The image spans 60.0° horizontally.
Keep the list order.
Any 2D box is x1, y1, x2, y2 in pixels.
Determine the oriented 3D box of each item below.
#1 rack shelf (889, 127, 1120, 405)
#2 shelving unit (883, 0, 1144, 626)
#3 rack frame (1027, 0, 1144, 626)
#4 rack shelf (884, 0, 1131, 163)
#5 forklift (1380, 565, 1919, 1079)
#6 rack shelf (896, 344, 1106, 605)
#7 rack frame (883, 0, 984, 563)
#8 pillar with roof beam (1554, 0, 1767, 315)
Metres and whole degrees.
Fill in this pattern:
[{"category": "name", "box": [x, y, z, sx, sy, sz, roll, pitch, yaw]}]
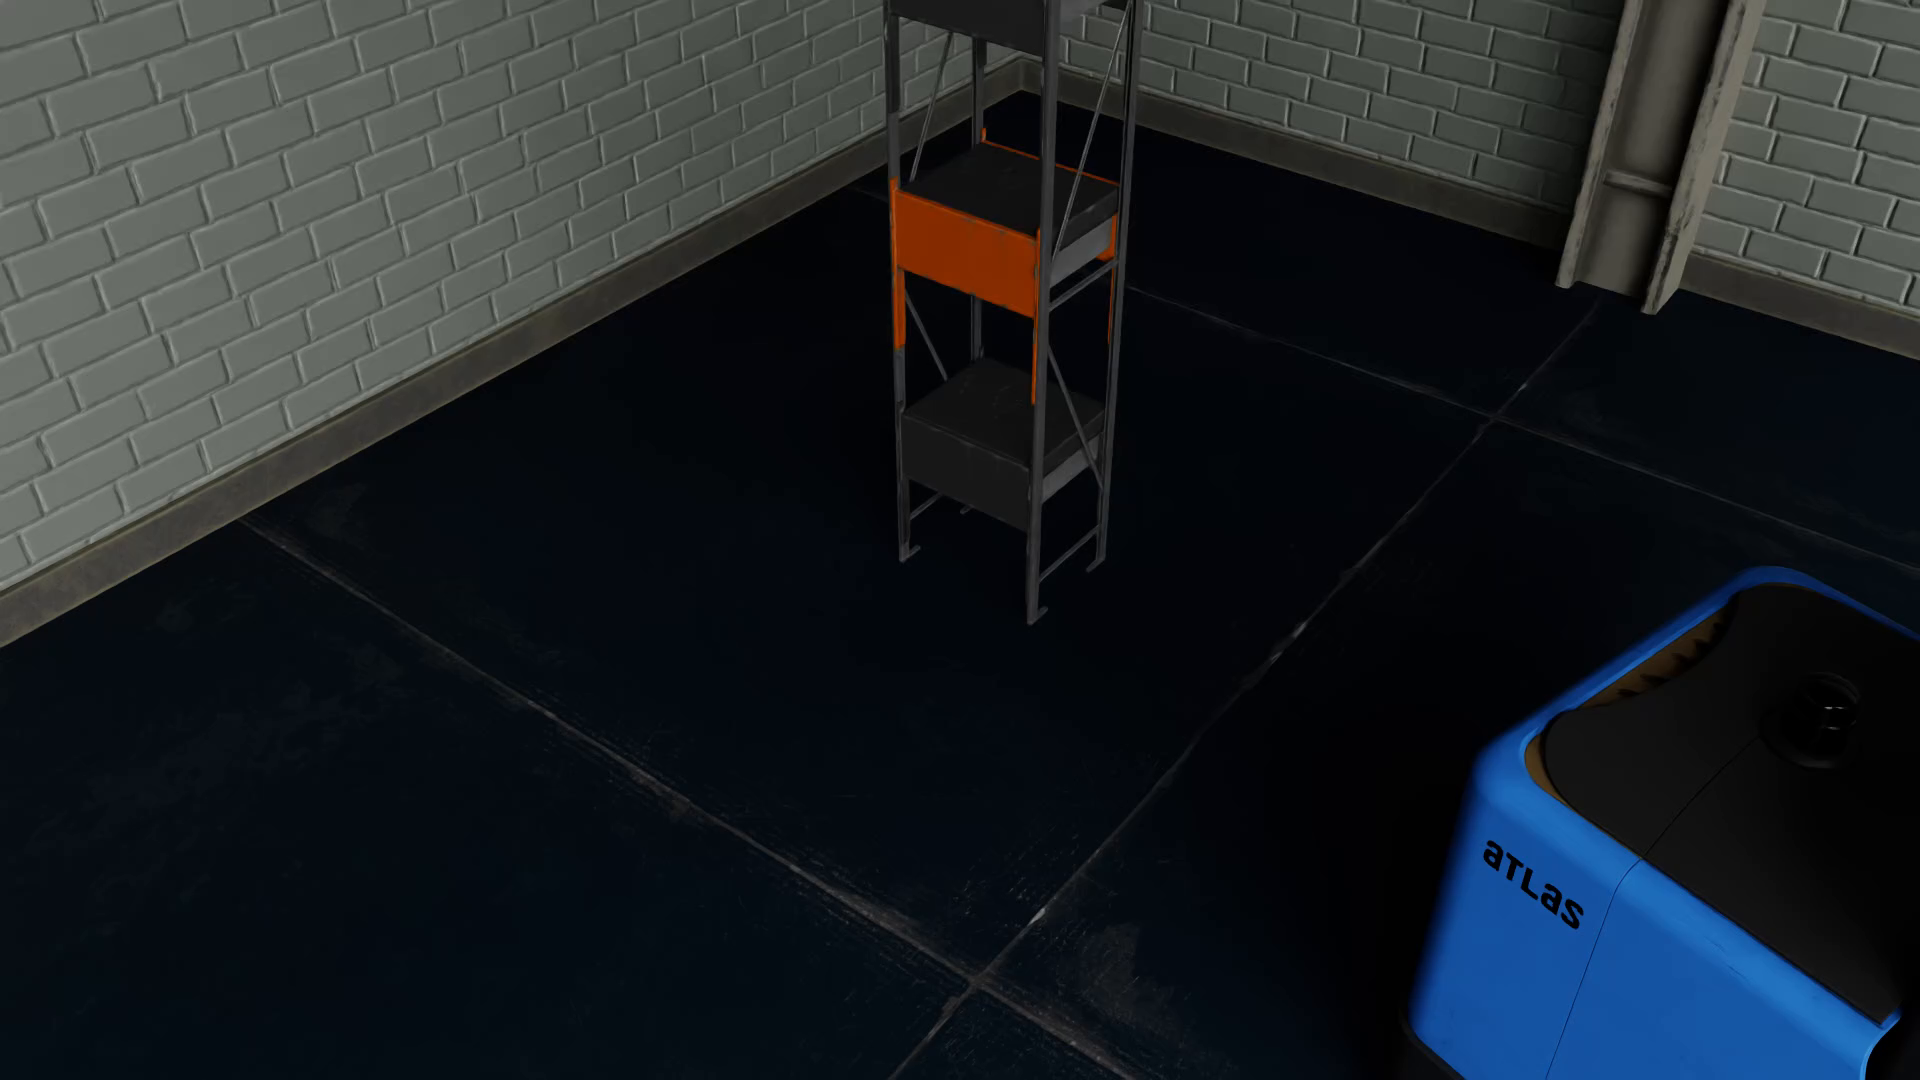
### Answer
[{"category": "rack shelf", "box": [0.131, -0.754, 4.532, 0.480, 0.518, 0.431, 25, 45, 29]}, {"category": "shelving unit", "box": [0.131, -0.765, 4.524, 0.503, 2.100, 0.431, 25, 45, 29]}, {"category": "rack frame", "box": [0.325, -0.673, 4.407, 0.015, 2.100, 0.400, 25, 45, 29]}, {"category": "rack shelf", "box": [0.131, -1.305, 4.100, 0.480, 0.518, 0.431, 25, 45, 29]}, {"category": "forklift", "box": [2.211, 0.621, 2.079, 1.130, 2.935, 3.031, -25, 45, -29]}, {"category": "rack shelf", "box": [0.131, -0.203, 4.963, 0.480, 0.518, 0.431, 25, 45, 29]}, {"category": "rack frame", "box": [-0.062, -0.856, 4.640, 0.015, 2.100, 0.400, 25, 45, 29]}, {"category": "pillar with roof beam", "box": [-0.033, -2.440, 1.067, 0.400, 9.000, 9.100, 25, 45, 29]}]
